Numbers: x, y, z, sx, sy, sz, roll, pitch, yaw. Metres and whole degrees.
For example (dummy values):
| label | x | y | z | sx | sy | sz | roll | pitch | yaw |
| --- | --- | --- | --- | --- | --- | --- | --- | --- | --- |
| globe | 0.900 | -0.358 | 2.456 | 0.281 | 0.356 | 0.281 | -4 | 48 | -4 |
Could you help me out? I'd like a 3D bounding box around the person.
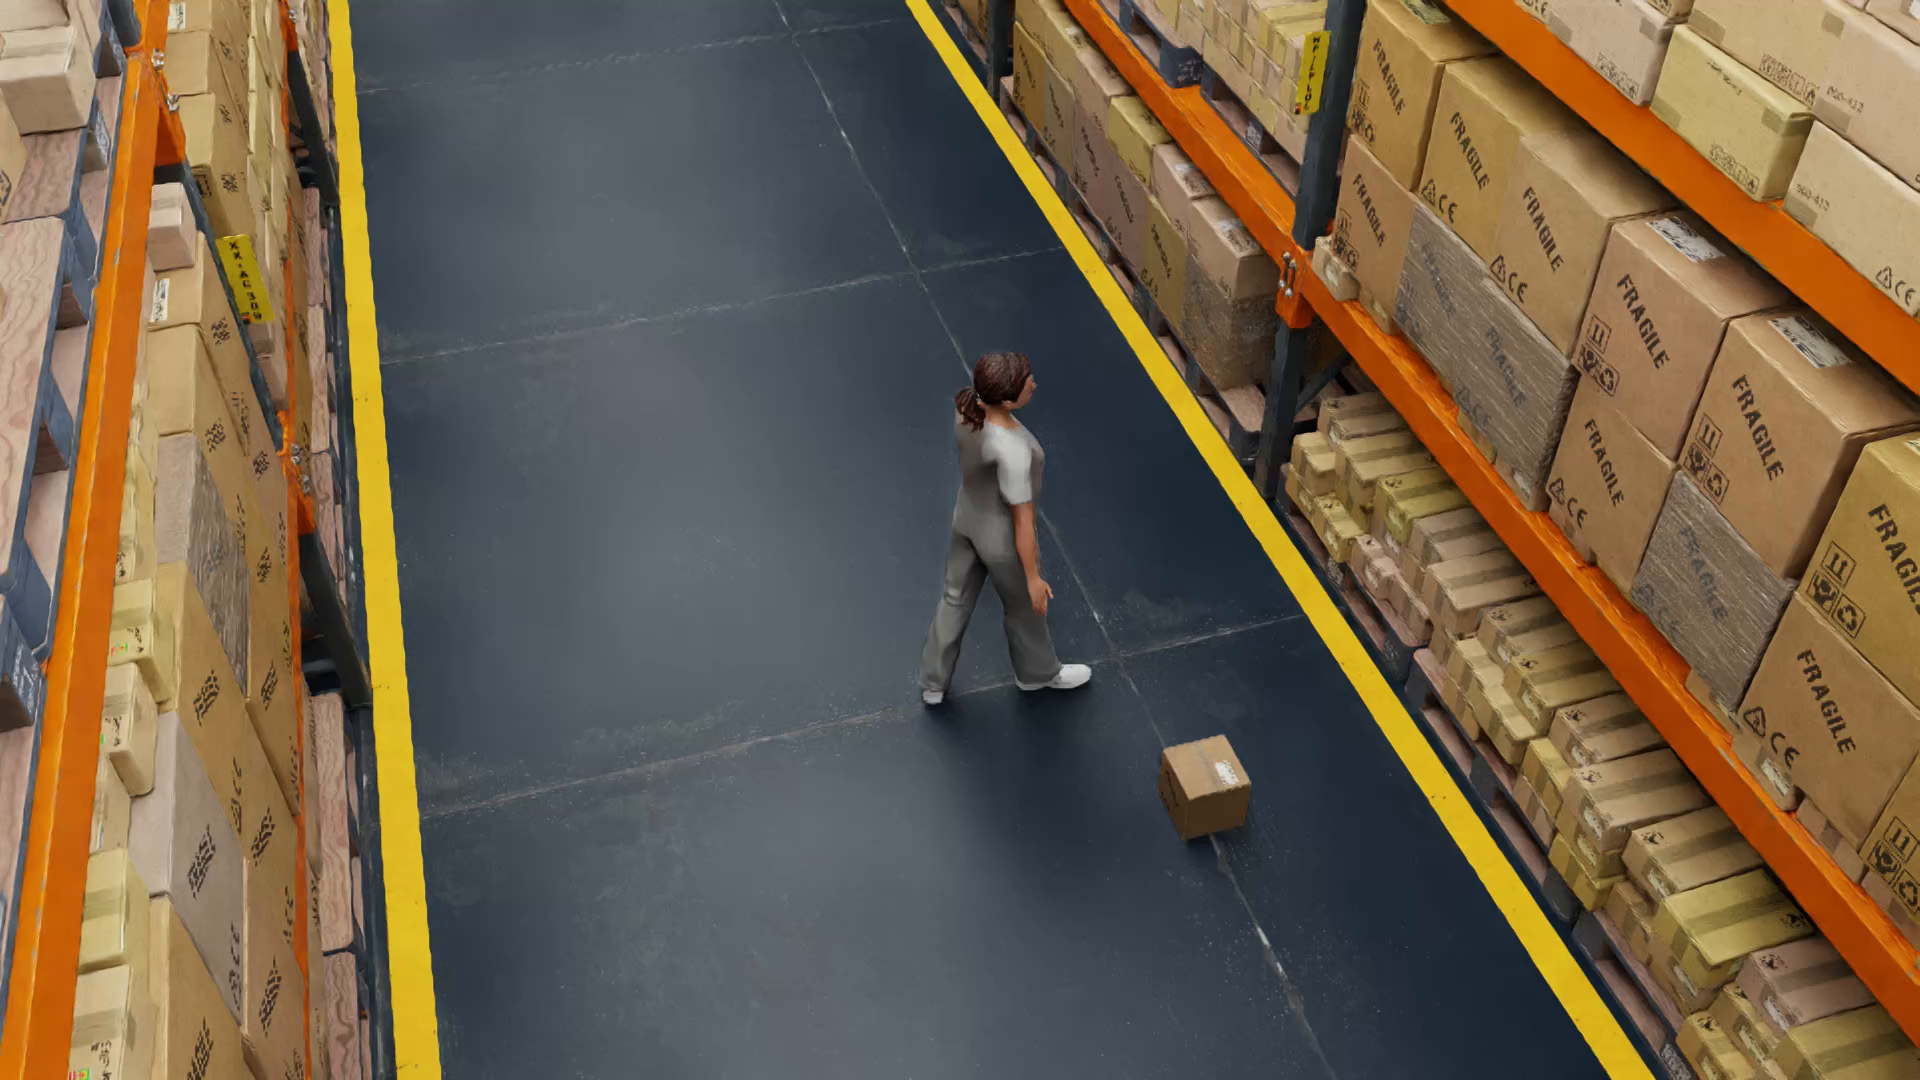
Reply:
| label | x | y | z | sx | sy | sz | roll | pitch | yaw |
| --- | --- | --- | --- | --- | --- | --- | --- | --- | --- |
| person | 0.180 | -0.008 | 6.164 | 0.659 | 1.661 | 0.646 | -23 | 47 | -24 |
